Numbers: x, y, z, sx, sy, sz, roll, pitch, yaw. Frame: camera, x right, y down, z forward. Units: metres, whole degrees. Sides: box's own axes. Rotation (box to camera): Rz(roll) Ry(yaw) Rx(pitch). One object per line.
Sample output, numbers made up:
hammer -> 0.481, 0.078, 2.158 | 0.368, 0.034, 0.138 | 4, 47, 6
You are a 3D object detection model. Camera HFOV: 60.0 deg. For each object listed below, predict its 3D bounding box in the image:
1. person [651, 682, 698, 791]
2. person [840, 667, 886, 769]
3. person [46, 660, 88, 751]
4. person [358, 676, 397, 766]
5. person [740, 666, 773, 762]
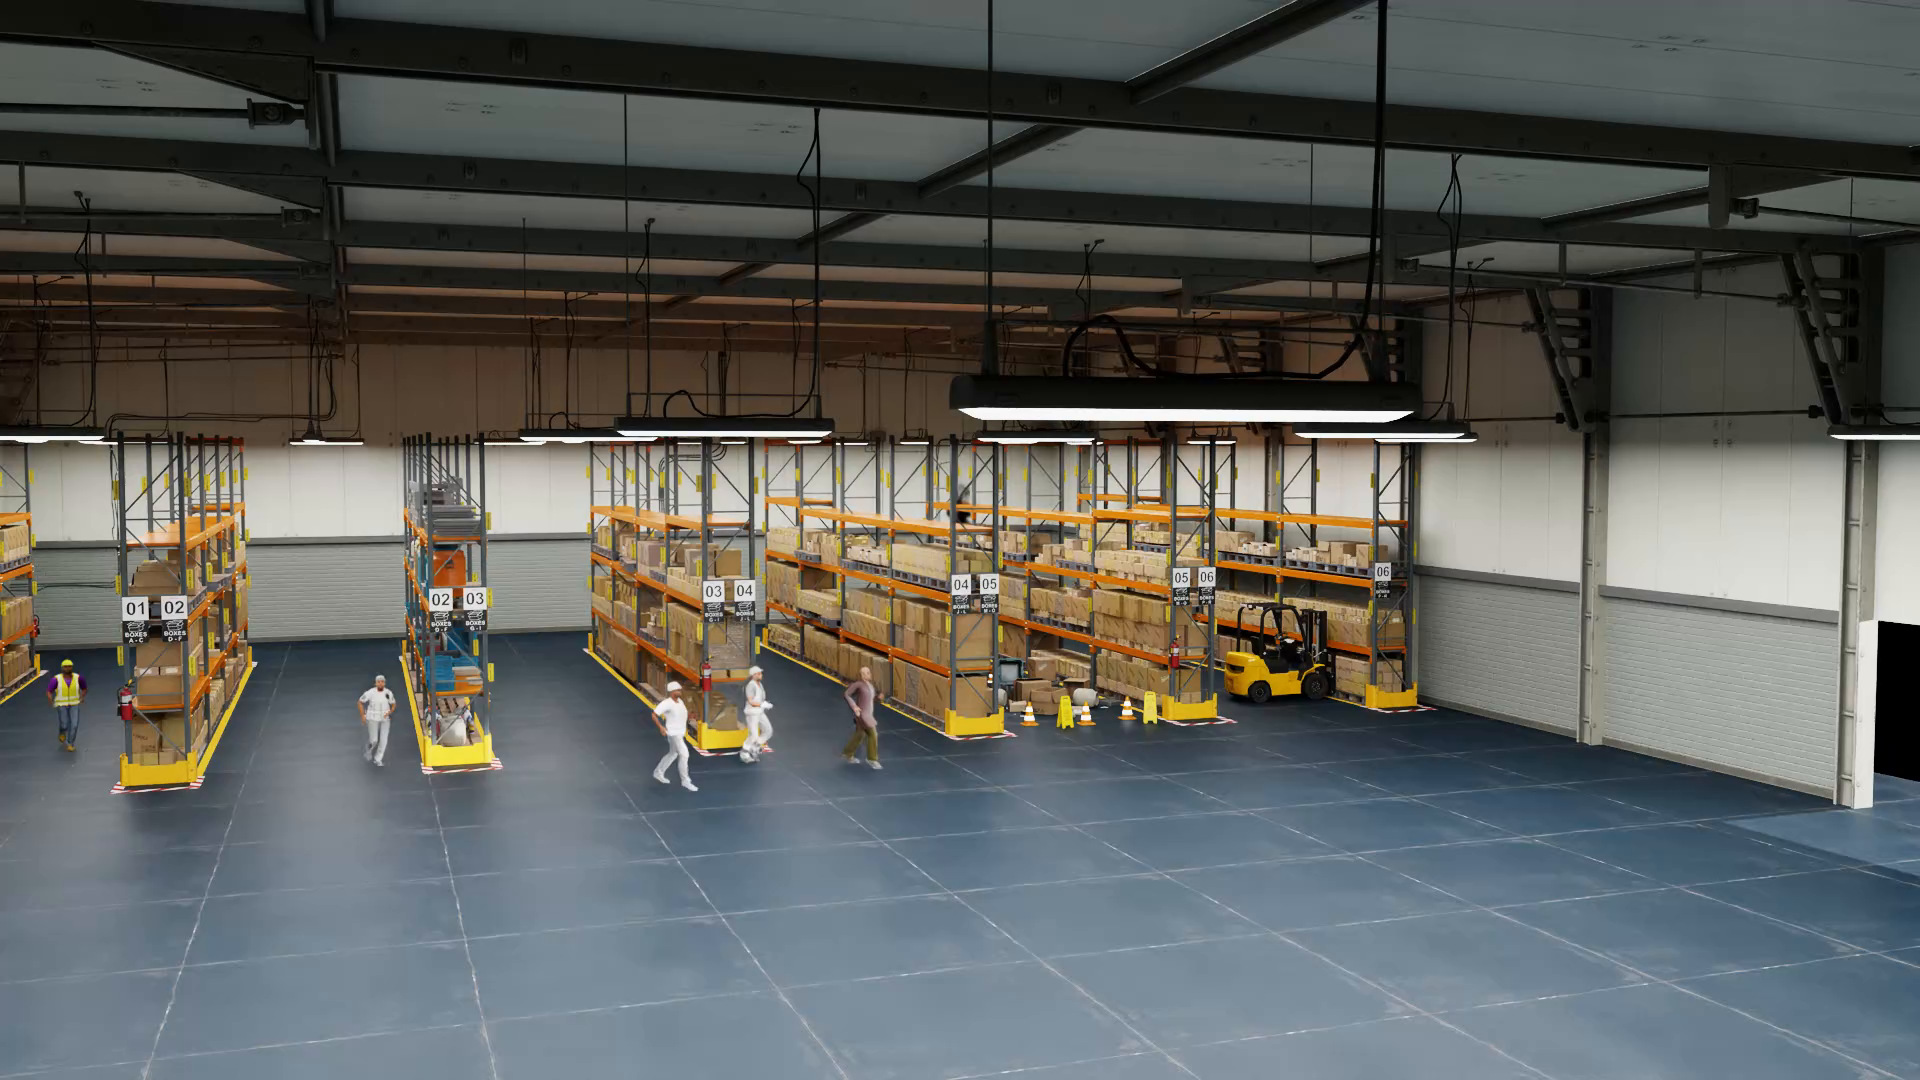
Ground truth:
person -> -4.770, 3.275, 27.878 | 0.864, 1.802, 0.686 | 1, 3, 13
person -> -1.746, 3.190, 29.827 | 0.866, 1.852, 0.669 | 1, 3, 16
person -> -16.882, 3.120, 31.481 | 0.702, 1.721, 0.589 | -2, 4, -36
person -> -10.488, 3.259, 30.013 | 0.640, 1.624, 0.518 | -2, 4, -35
person -> -3.654, 3.168, 30.169 | 0.682, 1.774, 0.696 | 1, 3, 18
